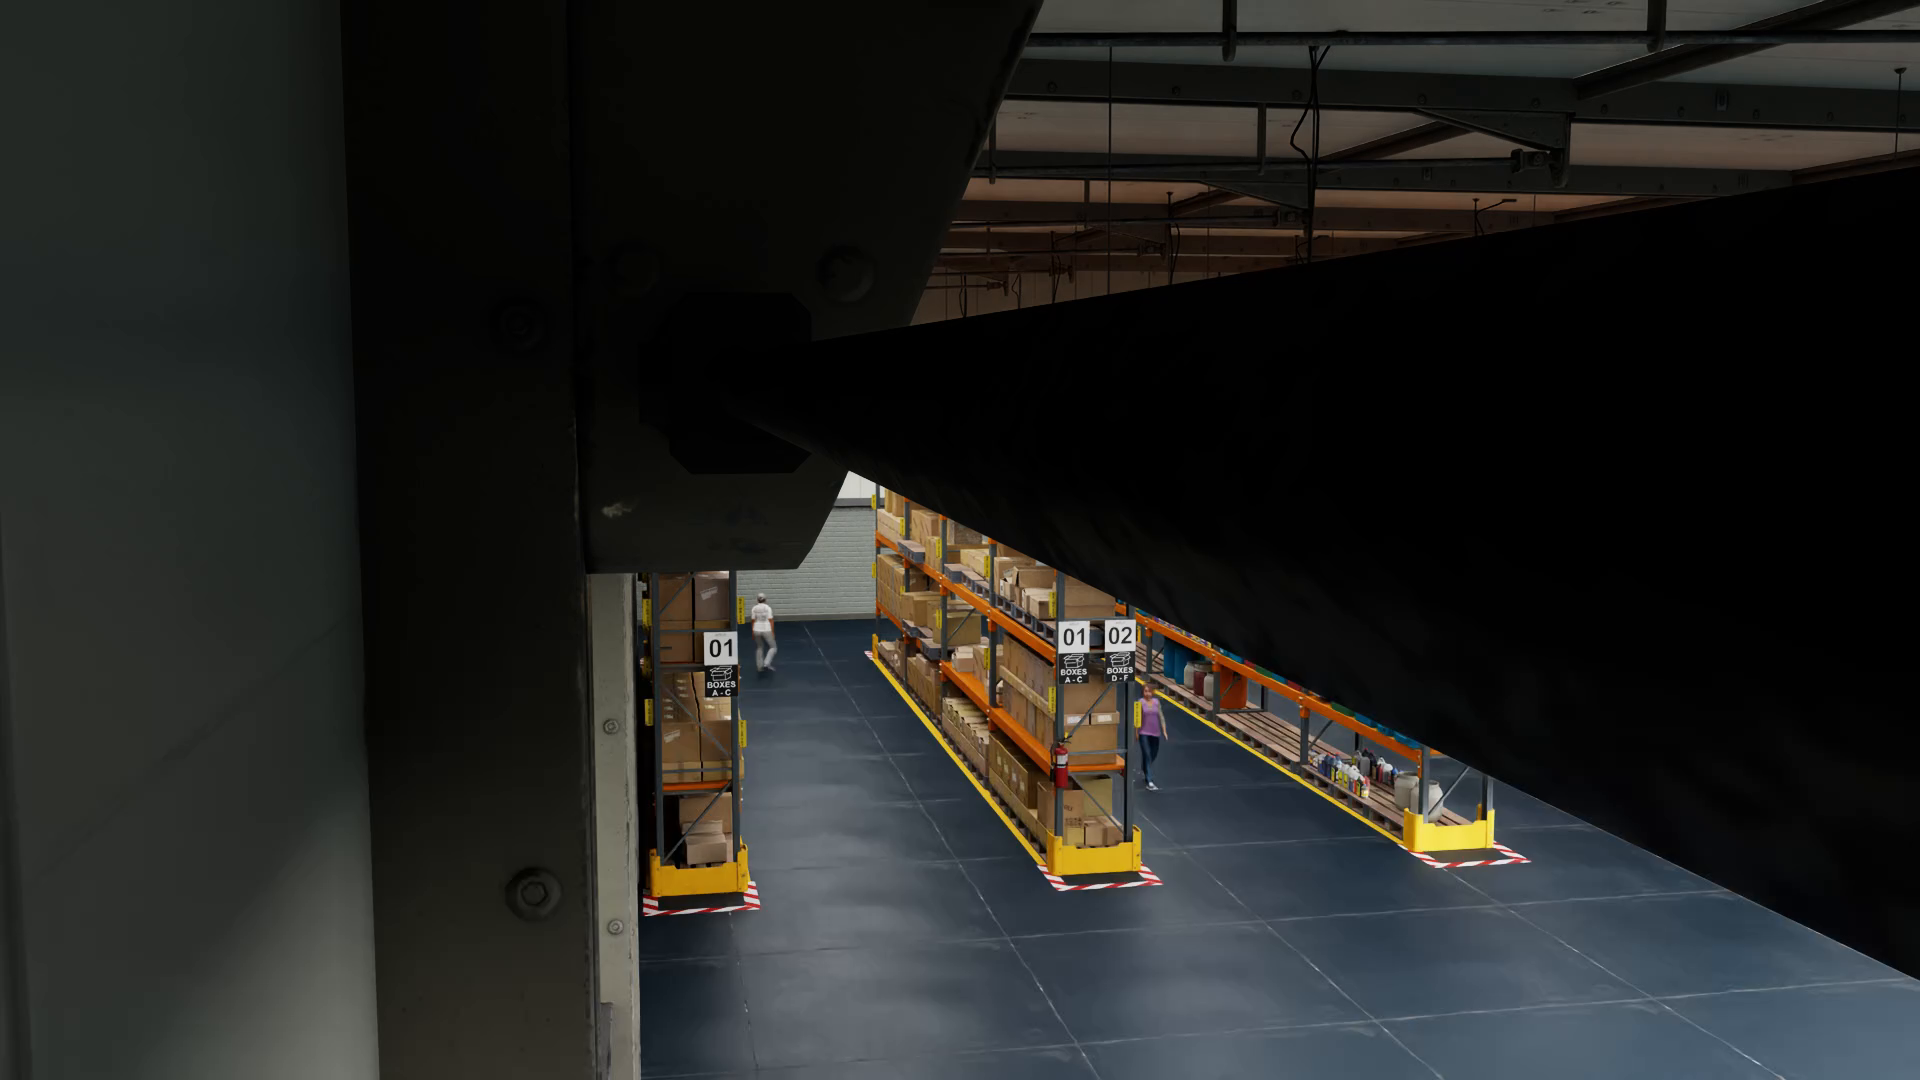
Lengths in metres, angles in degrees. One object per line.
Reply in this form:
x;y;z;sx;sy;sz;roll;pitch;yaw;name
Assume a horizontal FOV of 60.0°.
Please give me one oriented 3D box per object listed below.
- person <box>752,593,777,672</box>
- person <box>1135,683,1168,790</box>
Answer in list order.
-4.116;1.942;34.773;0.527;1.663;0.502;2;6;18;person
2.890;2.947;25.253;0.441;1.553;0.888;-1;6;-10;person
